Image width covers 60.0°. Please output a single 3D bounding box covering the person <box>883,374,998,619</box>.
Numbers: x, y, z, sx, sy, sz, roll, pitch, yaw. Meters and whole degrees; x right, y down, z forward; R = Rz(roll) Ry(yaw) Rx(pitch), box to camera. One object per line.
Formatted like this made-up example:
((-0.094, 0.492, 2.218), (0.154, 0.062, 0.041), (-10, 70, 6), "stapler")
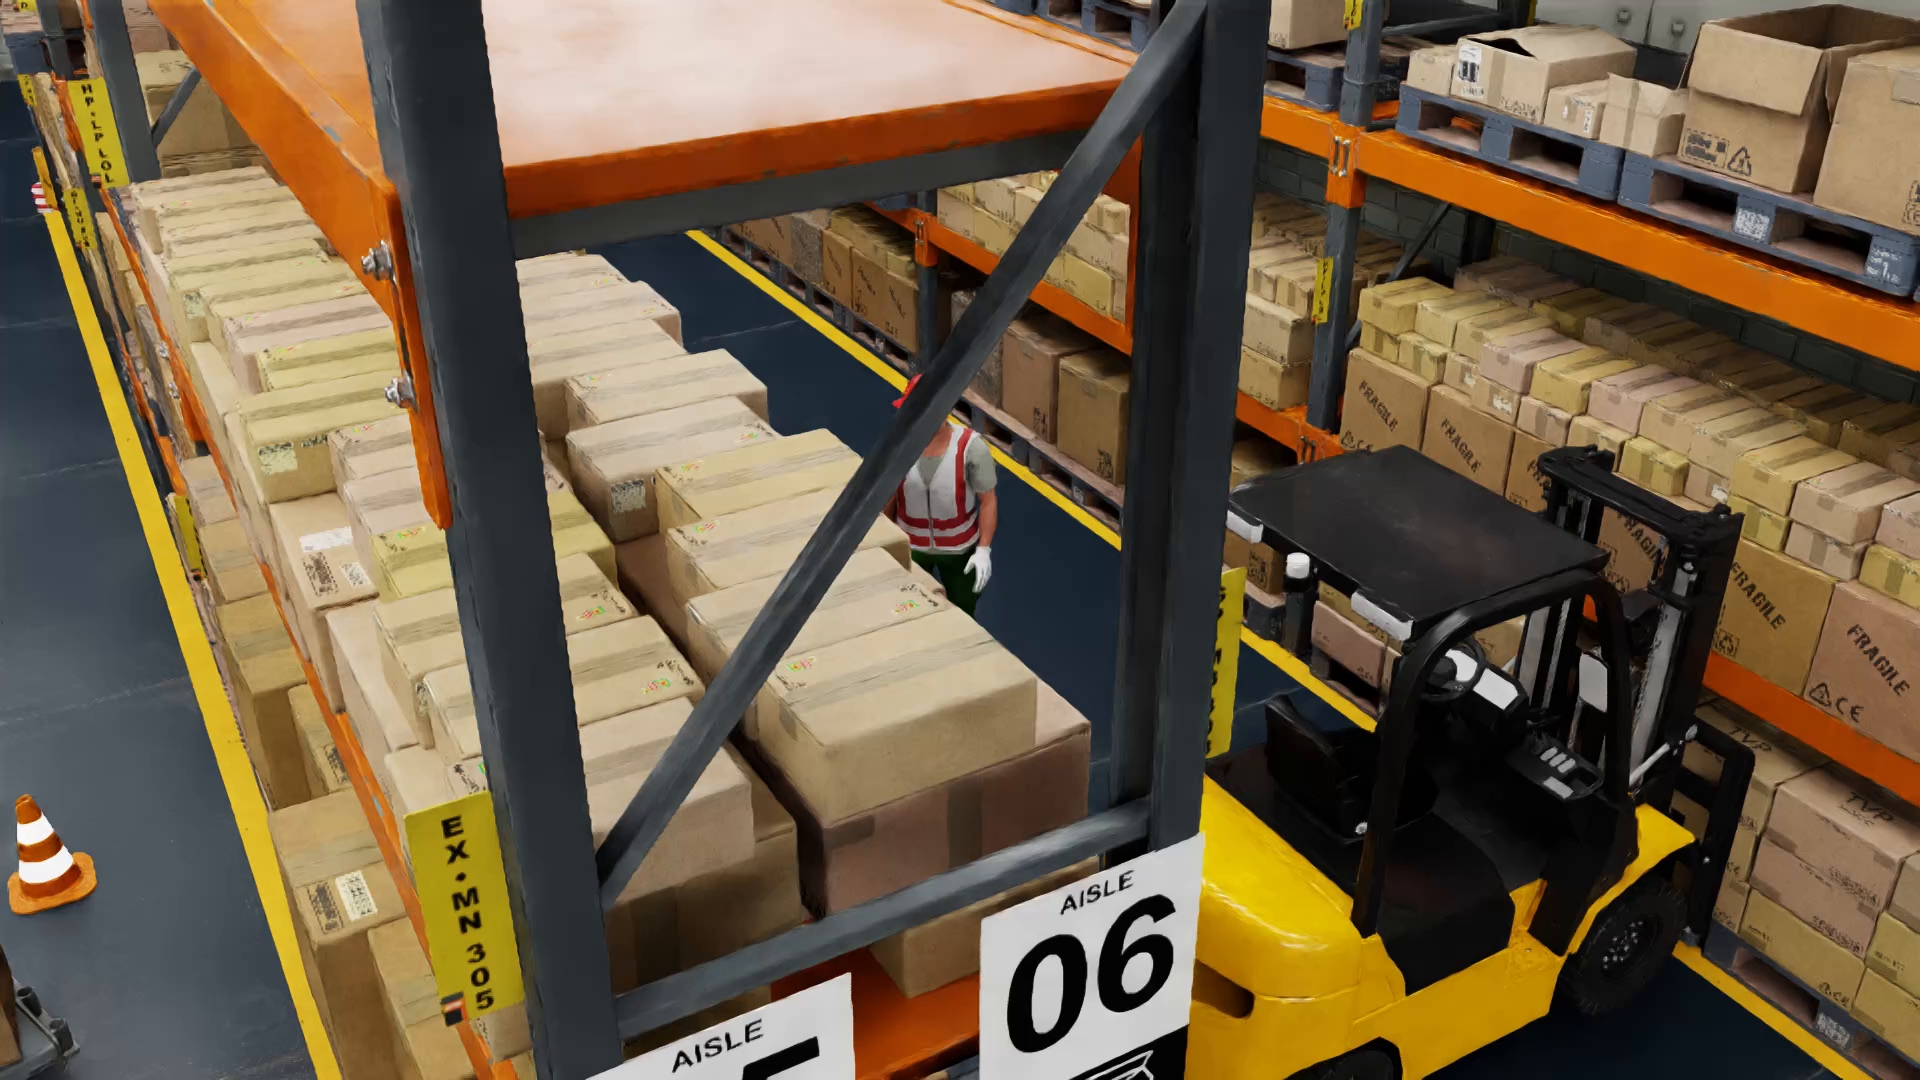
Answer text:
((-0.116, 0.048, 7.966), (0.596, 1.794, 0.522), (3, 29, 5), "person")
